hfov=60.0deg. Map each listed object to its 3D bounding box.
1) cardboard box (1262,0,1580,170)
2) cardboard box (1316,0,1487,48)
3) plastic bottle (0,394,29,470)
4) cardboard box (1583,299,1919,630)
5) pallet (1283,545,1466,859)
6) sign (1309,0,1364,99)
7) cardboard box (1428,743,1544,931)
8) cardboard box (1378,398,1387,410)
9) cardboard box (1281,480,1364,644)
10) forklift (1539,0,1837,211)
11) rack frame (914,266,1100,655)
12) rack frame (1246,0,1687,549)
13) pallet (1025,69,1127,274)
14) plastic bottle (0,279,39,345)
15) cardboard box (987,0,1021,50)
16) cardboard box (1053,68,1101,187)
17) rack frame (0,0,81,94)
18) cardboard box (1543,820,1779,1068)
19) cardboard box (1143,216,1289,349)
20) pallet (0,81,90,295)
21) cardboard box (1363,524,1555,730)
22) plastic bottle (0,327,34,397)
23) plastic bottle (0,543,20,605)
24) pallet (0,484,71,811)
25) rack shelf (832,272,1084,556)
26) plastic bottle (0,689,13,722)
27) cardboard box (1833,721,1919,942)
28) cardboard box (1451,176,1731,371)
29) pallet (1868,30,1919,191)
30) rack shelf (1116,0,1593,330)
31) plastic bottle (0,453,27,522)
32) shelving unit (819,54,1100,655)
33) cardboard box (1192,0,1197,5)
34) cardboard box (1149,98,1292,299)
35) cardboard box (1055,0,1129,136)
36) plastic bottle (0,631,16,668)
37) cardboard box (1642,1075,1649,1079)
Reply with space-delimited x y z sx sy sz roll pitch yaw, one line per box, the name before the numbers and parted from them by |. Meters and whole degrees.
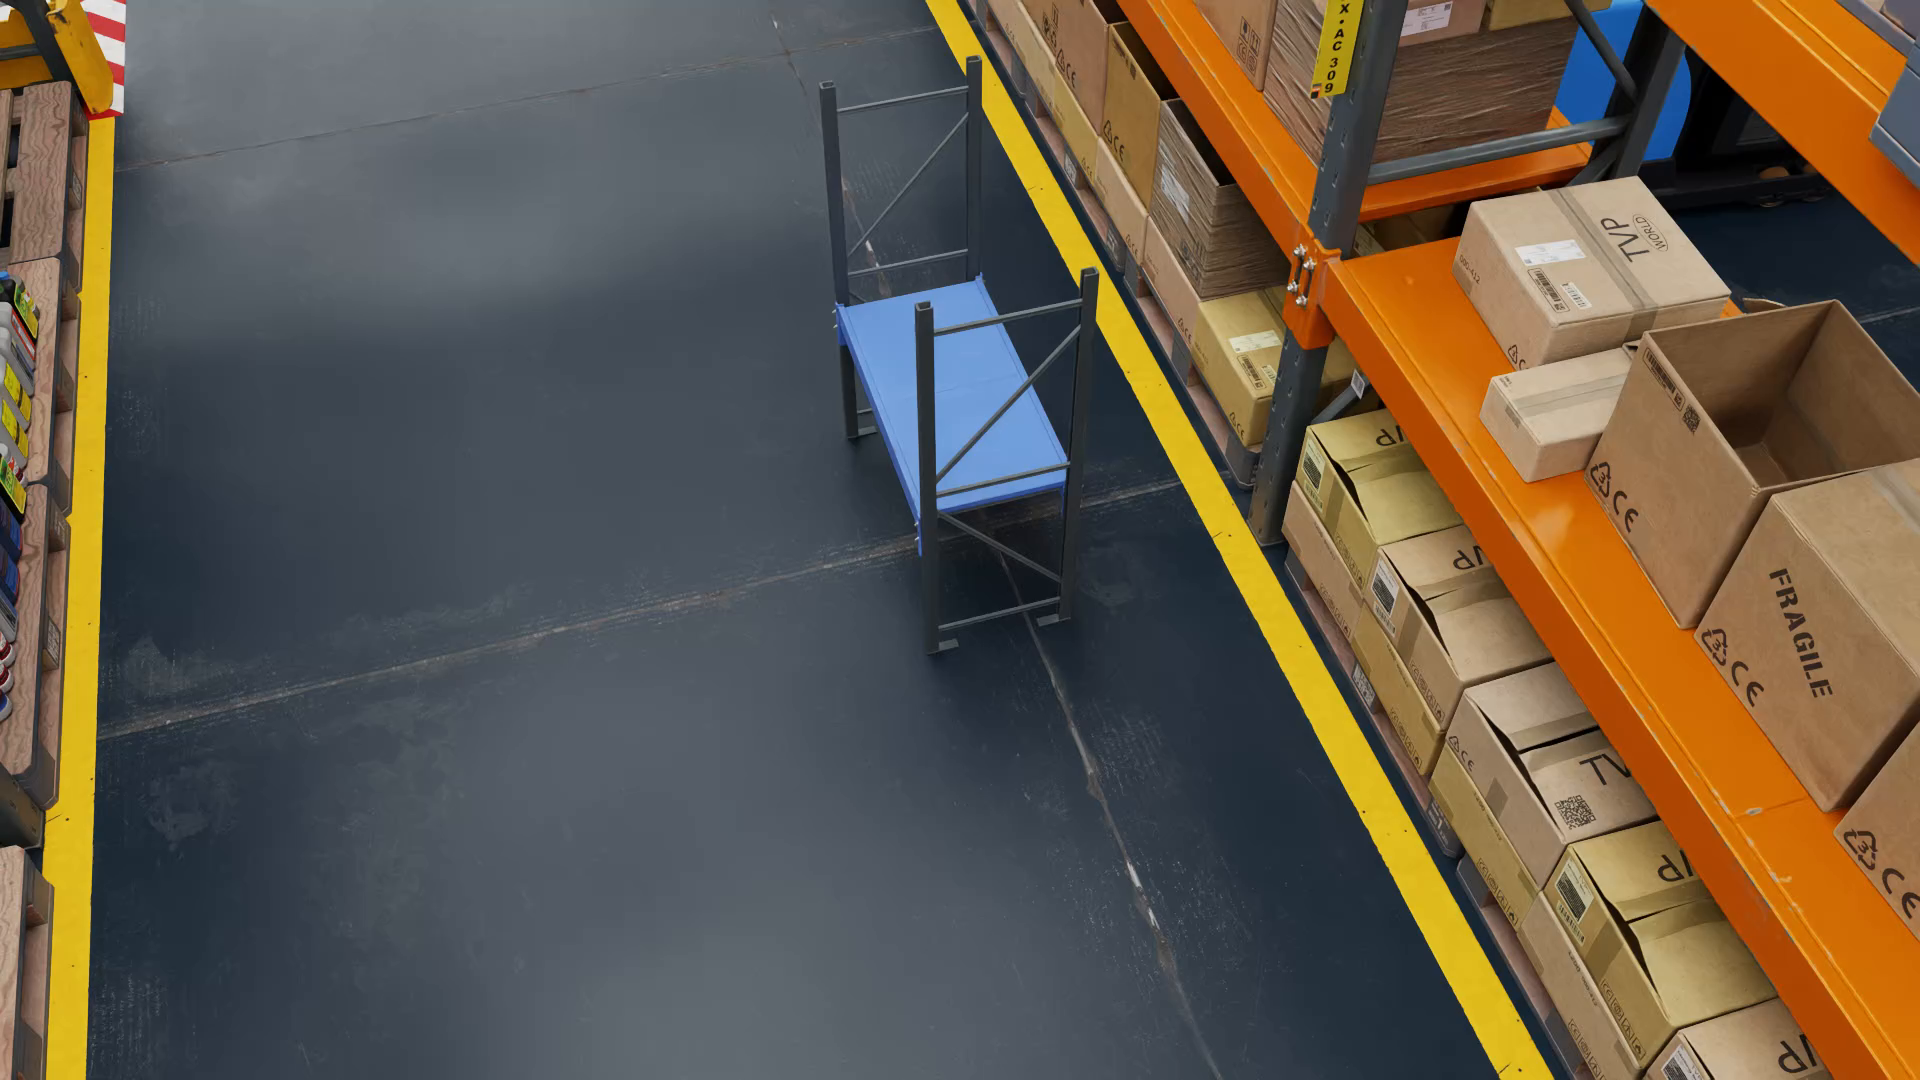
cardboard box | 1.356 -1.449 4.944 0.700 0.500 0.500 -15 51 -12
cardboard box | 1.208 -1.485 4.551 0.380 0.149 0.250 -13 51 -11
plastic bottle | -3.263 -0.396 5.567 0.144 0.351 0.185 -14 51 -11
cardboard box | 1.861 -0.177 3.872 0.500 0.500 0.500 -10 51 -8
pallet | 1.748 0.334 5.330 1.003 0.211 1.213 -13 51 -11
sign | 0.964 -1.272 4.242 0.100 0.325 0.005 -13 51 -11
cardboard box | 1.682 0.759 4.672 0.500 0.250 0.500 -15 51 -12
cardboard box | 1.646 -0.750 5.944 0.500 0.250 0.500 -13 51 -11
cardboard box | 1.376 0.008 5.305 0.500 0.250 0.500 -14 51 -12
forklift | 3.179 -2.718 6.124 3.031 2.935 1.130 -9 50 -7
rack frame | 0.125 -0.174 4.916 0.500 1.500 0.032 -13 51 -11
rack frame | 1.493 -1.094 4.710 1.000 3.000 0.127 -13 51 -11
pallet | 0.934 -1.678 7.026 1.003 0.211 1.213 -13 51 -11
plastic bottle | -3.409 -0.841 5.986 0.061 0.283 0.133 -12 51 -10
cardboard box | 0.408 -2.458 7.384 0.500 0.250 0.500 -13 51 -11
cardboard box | 0.698 -1.726 6.767 0.500 0.250 0.500 -13 51 -11
rack frame | -4.423 -2.898 6.231 1.000 3.000 0.127 -13 51 -11
cardboard box | 1.833 0.957 4.138 0.500 0.311 0.500 -12 51 -10
cardboard box | 1.009 -1.000 6.155 0.500 0.250 0.500 -13 51 -11
pallet | -4.120 -1.360 6.758 1.003 0.211 1.213 -13 51 -11
cardboard box | 1.521 0.201 4.775 0.500 0.311 0.500 -14 51 -11
plastic bottle | -3.371 -0.628 5.811 0.152 0.276 0.135 -15 51 -12
plastic bottle | -3.082 0.052 5.189 0.144 0.351 0.185 -12 51 -10
pallet | -3.398 0.422 5.256 1.003 0.211 1.213 -13 51 -11
rack shelf | -0.025 -0.430 5.367 0.538 0.185 1.000 -13 51 -11
plastic bottle | -2.915 0.429 4.923 0.097 0.271 0.097 0 50 0
cardboard box | 2.164 0.574 3.239 0.500 0.500 0.500 -16 52 -13
cardboard box | 1.681 -0.696 4.473 0.500 0.250 0.500 -10 51 -9
pallet | 2.057 -0.370 2.261 1.003 0.211 1.213 -11 51 -9
rack shelf | 0.902 -2.323 6.217 1.077 0.370 4.000 -13 51 -11
plastic bottle | -3.147 -0.194 5.441 0.061 0.283 0.133 -11 51 -9
shelving unit | -0.025 -0.546 5.229 0.538 1.500 1.048 -13 51 -11
cardboard box | 1.049 -2.200 5.577 0.700 0.500 0.500 -13 51 -10
cardboard box | 1.011 -1.242 5.868 0.500 0.500 0.500 -13 51 -11
cardboard box | 0.698 -1.968 6.480 0.500 0.500 0.500 -13 51 -11
plastic bottle | -2.975 0.303 5.075 0.097 0.201 0.097 0 50 0
cardboard box | 1.986 1.506 4.042 0.500 0.250 0.500 -12 51 -10
